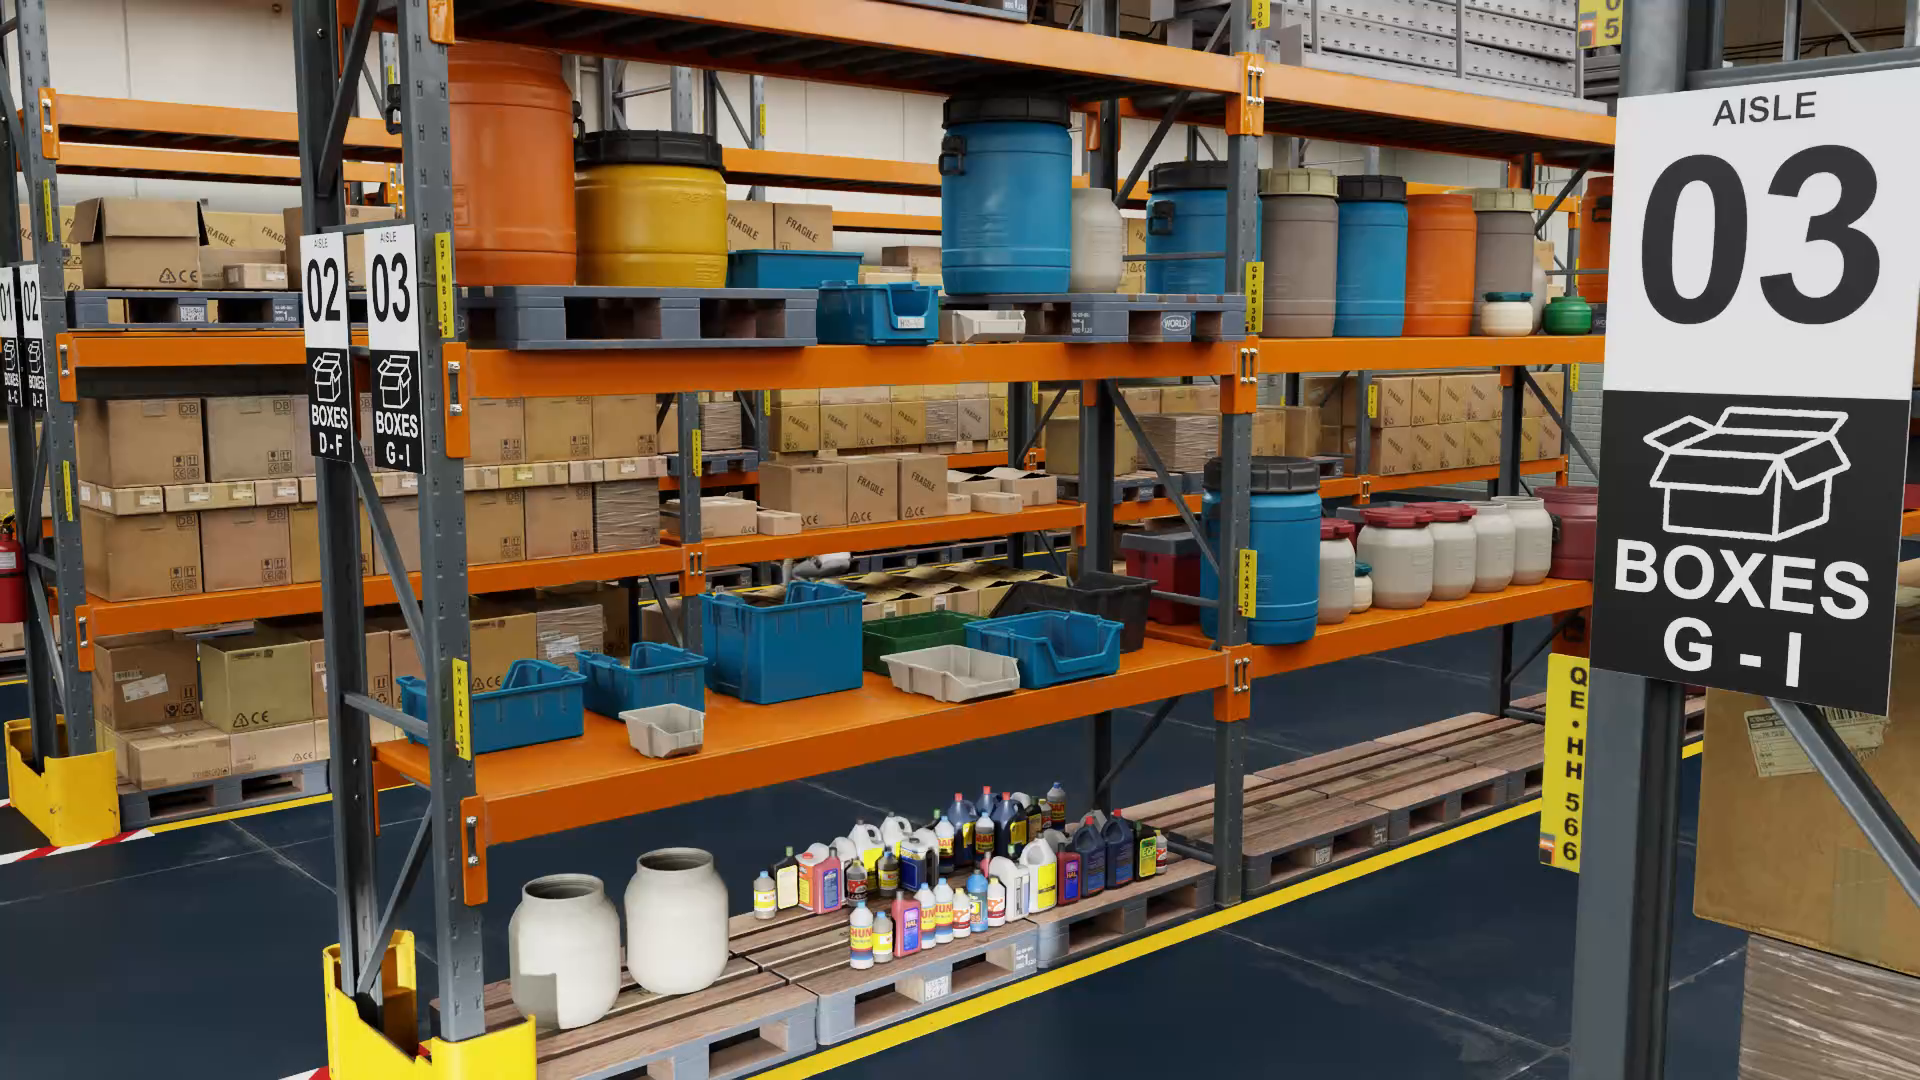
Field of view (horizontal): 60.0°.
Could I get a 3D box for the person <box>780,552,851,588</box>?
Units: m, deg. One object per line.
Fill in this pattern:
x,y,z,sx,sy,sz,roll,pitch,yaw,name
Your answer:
-1.477,0.226,16.696,0.489,0.985,0.843,-7,10,-41,person
